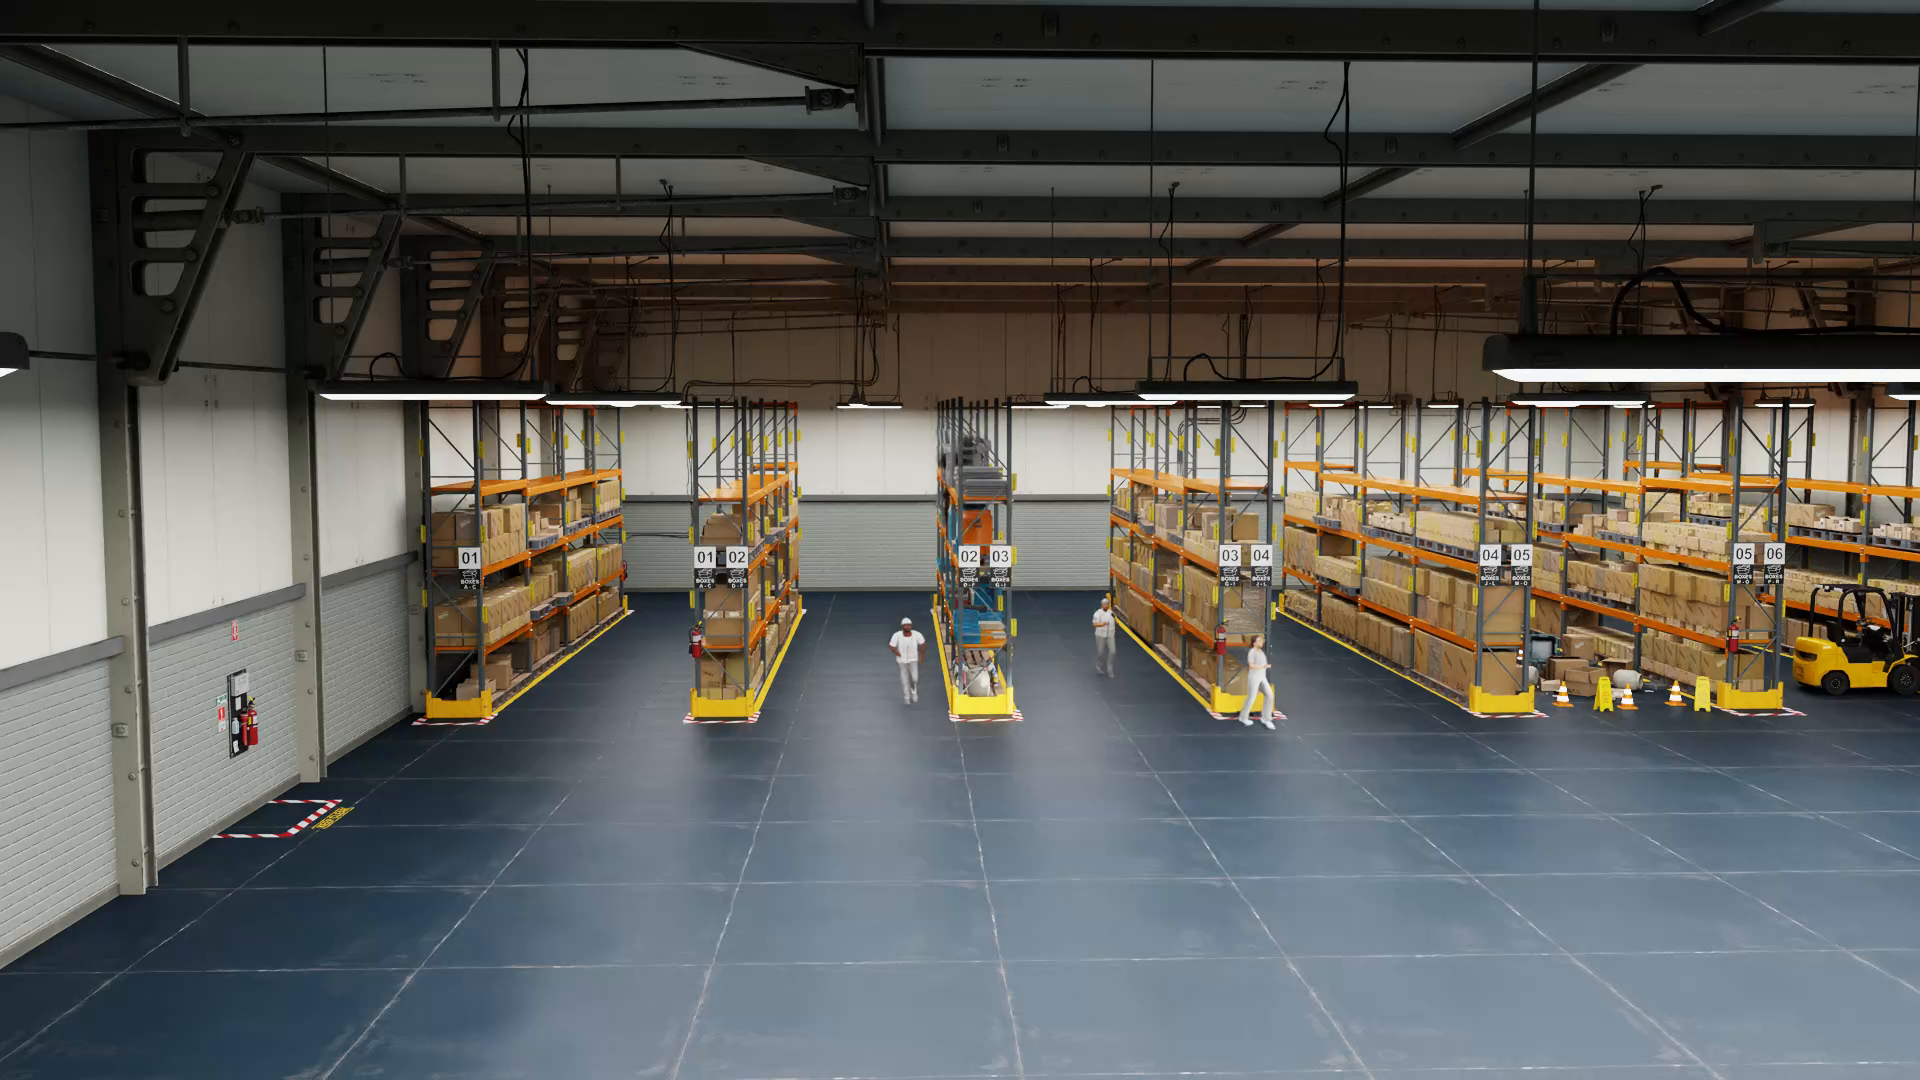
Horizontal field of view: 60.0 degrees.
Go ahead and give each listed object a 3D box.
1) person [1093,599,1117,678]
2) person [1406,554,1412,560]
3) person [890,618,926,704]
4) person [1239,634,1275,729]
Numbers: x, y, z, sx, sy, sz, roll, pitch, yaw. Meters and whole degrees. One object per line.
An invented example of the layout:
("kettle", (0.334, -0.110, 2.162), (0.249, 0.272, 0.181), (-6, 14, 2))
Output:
("person", (3.138, 2.108, 35.946), (0.585, 1.695, 0.708), (-1, 5, -12))
("person", (13.273, 1.090, 49.247), (0.611, 1.668, 0.700), (0, 4, 1))
("person", (-1.014, 2.363, 32.335), (0.710, 1.712, 0.675), (0, 4, -3))
("person", (5.379, 2.559, 30.119), (0.711, 1.718, 0.580), (4, 6, 43))
